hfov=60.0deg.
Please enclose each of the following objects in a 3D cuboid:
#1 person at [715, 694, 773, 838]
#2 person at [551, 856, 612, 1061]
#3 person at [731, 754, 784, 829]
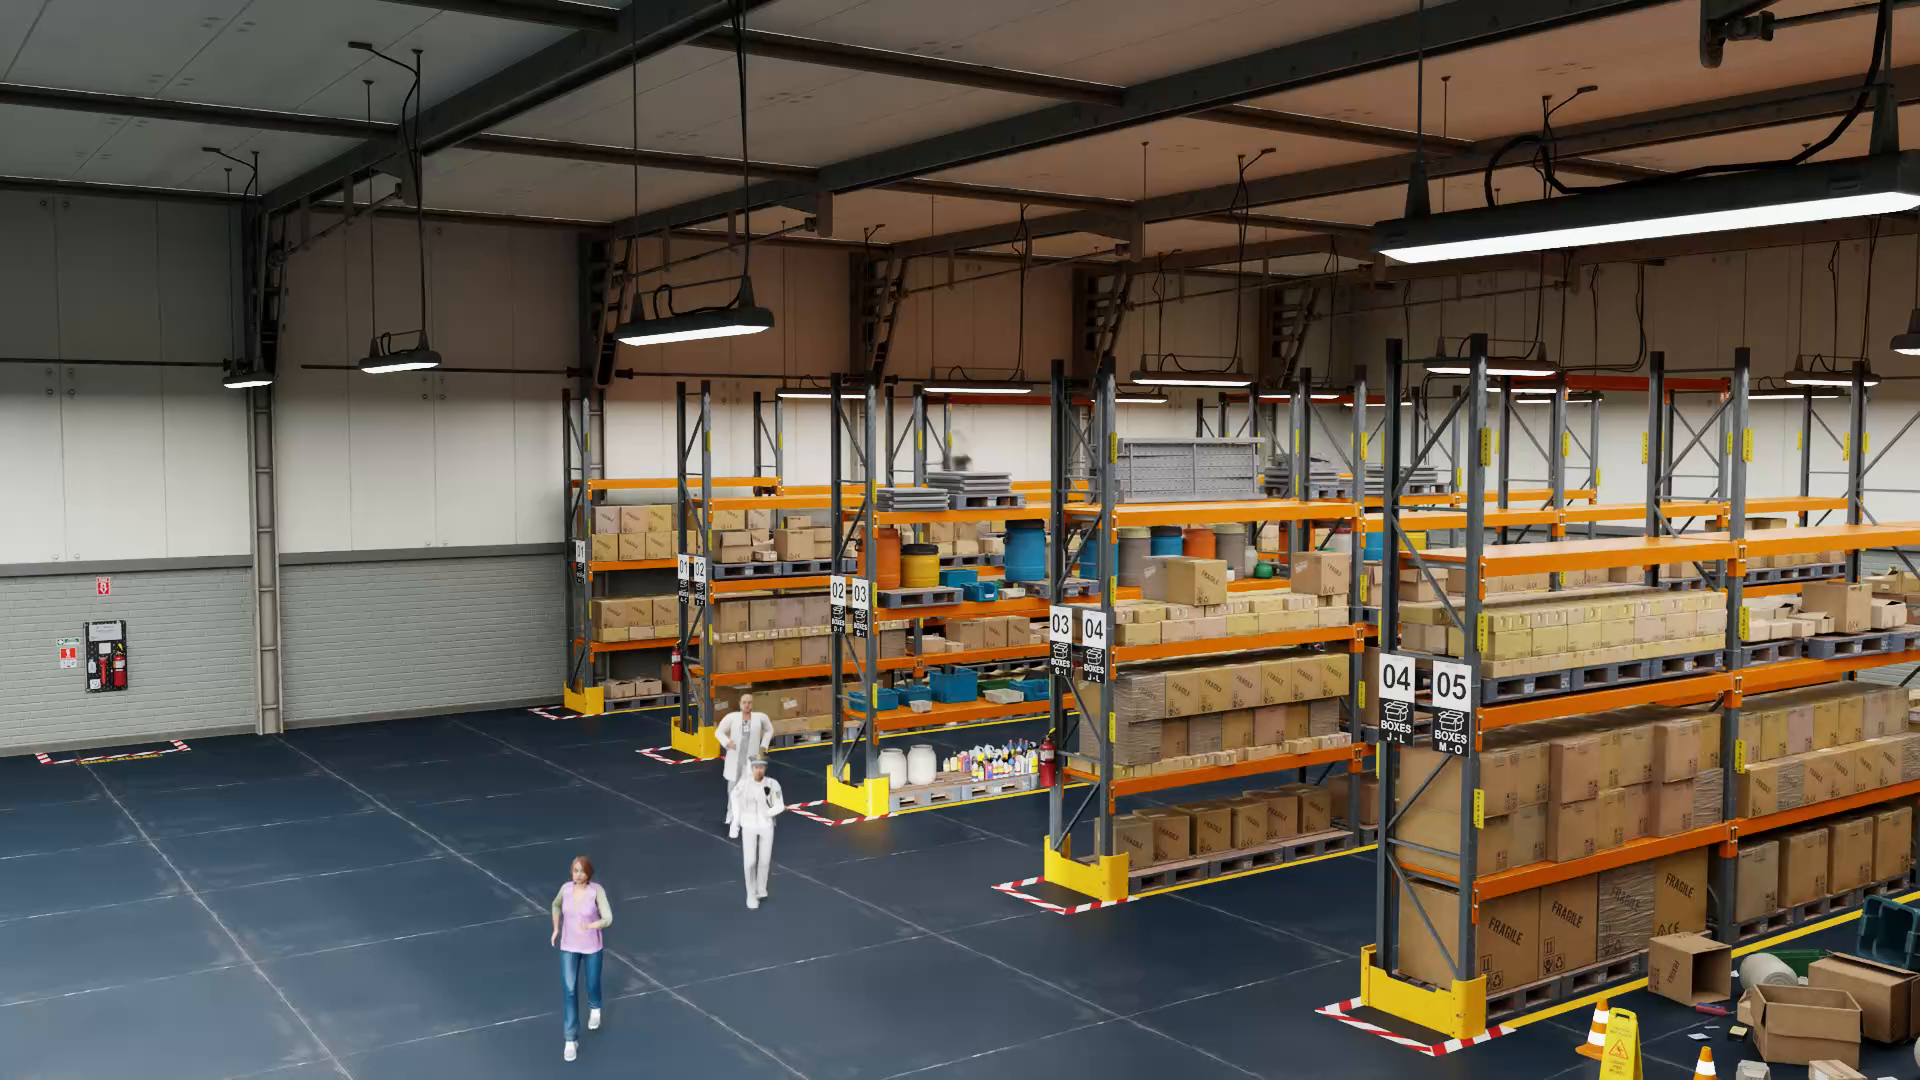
[{"bbox_3d":[-2.804,2.884,21.592,0.740,1.789,0.992,0,4,-3],"label":"person"},{"bbox_3d":[-3.183,3.442,13.978,0.539,1.596,0.871,0,4,-4],"label":"person"},{"bbox_3d":[-2.201,2.718,18.076,0.573,0.813,0.521,-1,4,-8],"label":"person"}]
